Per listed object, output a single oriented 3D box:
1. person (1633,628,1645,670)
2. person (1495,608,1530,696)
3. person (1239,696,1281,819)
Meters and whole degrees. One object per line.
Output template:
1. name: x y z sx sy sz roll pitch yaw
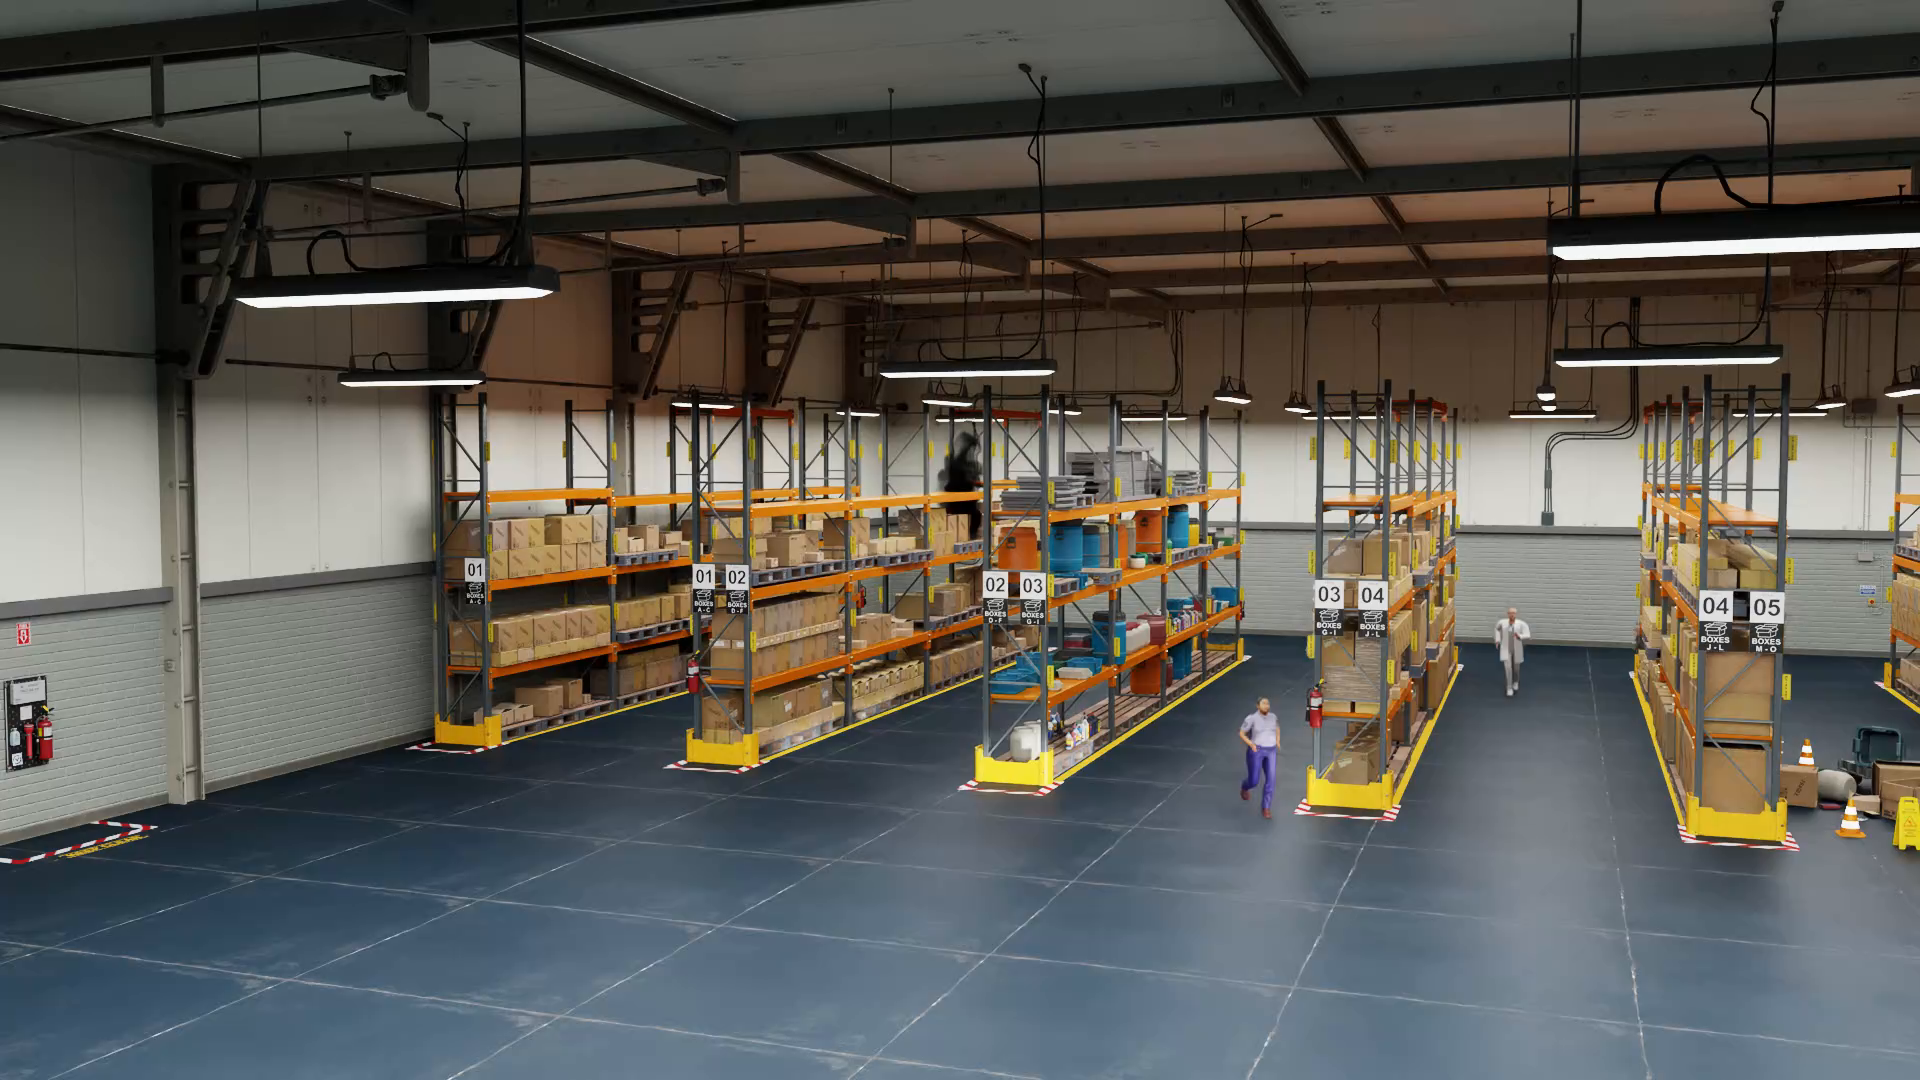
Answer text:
1. person: 15.648 2.125 37.756 0.624 1.709 0.750 0 3 7
2. person: 11.331 2.267 34.132 0.704 1.761 1.048 1 3 20
3. person: 4.185 2.977 23.062 0.630 1.640 0.854 -1 3 -10
